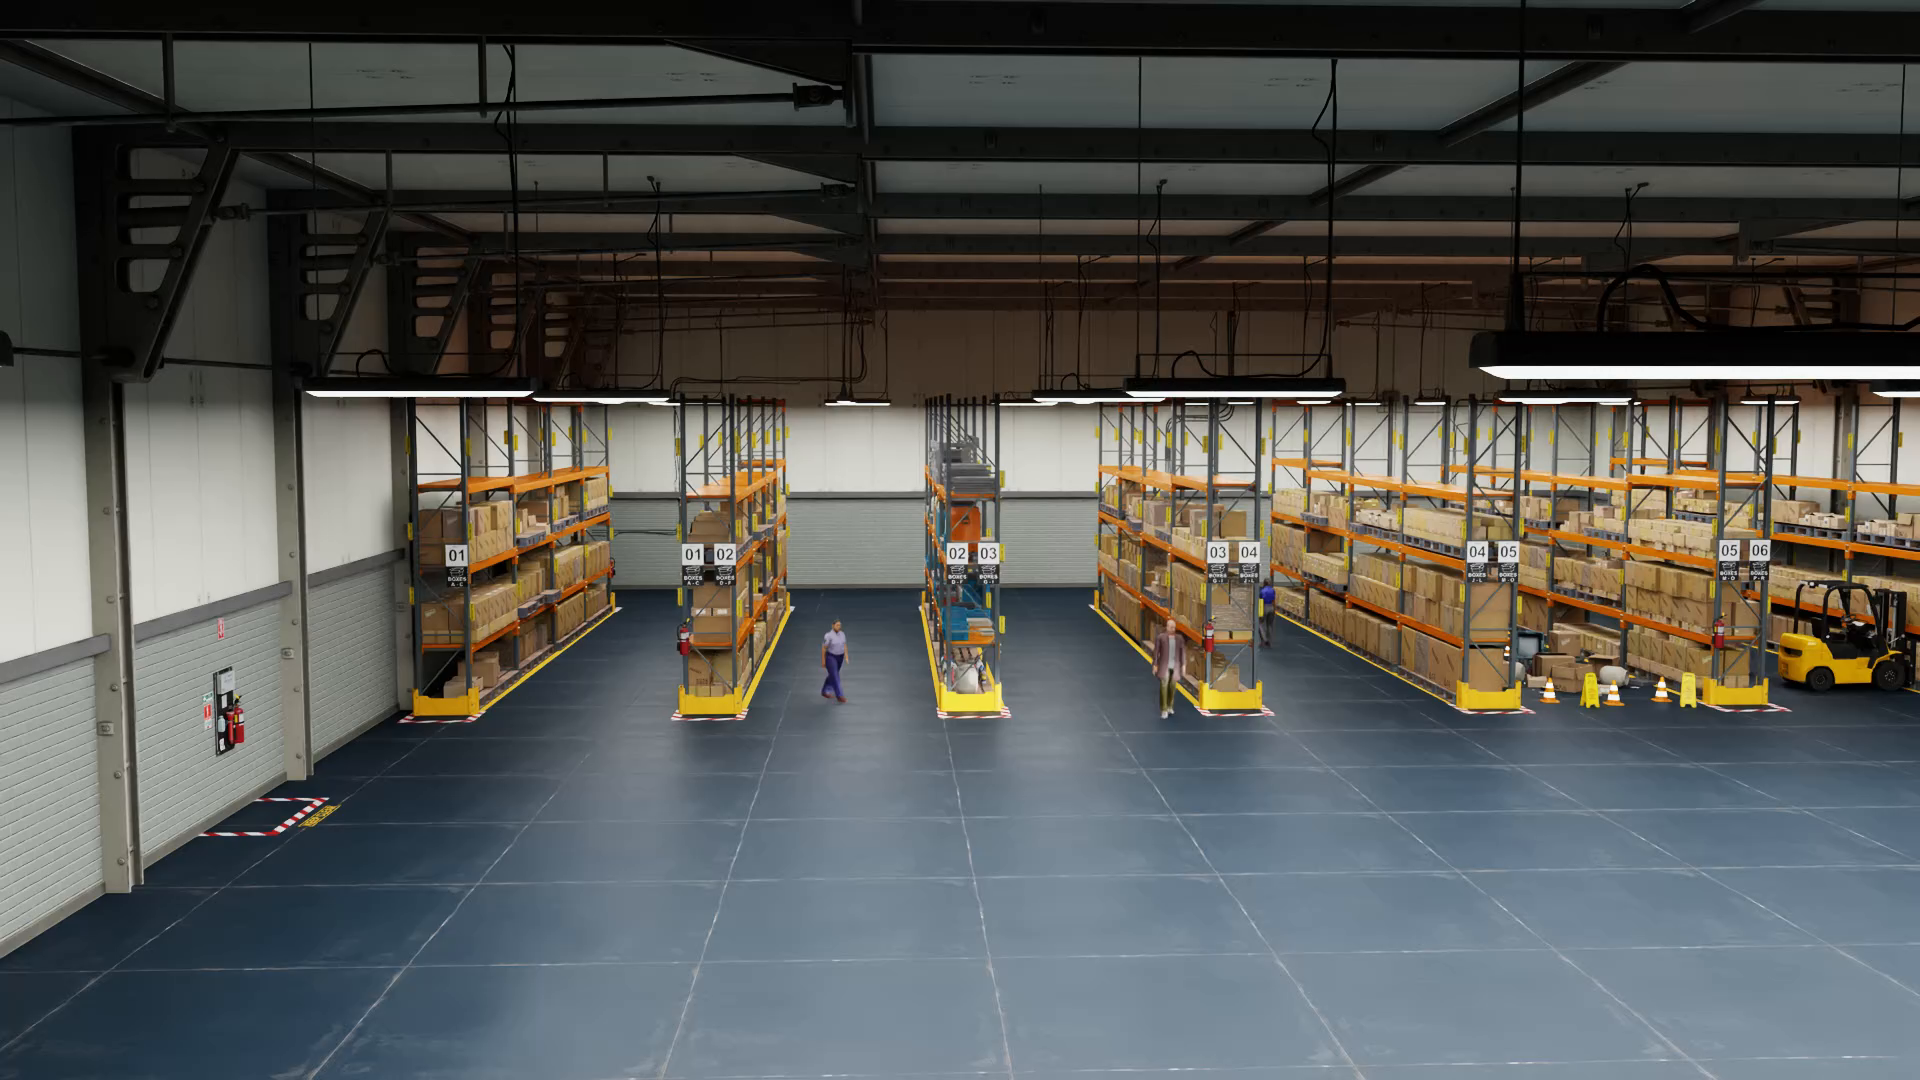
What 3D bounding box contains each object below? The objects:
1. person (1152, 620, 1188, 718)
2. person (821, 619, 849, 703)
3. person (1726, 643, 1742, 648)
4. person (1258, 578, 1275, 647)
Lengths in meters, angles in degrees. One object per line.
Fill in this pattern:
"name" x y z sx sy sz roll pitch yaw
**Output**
"person" 3.918 2.418 31.027 0.644 1.849 0.564 0 5 -4
"person" -2.419 2.338 32.465 0.988 1.593 0.529 4 6 39
"person" 17.021 2.049 36.315 0.516 1.625 0.652 -2 5 -19
"person" 7.385 1.741 40.085 0.505 1.679 0.383 -3 5 -33
